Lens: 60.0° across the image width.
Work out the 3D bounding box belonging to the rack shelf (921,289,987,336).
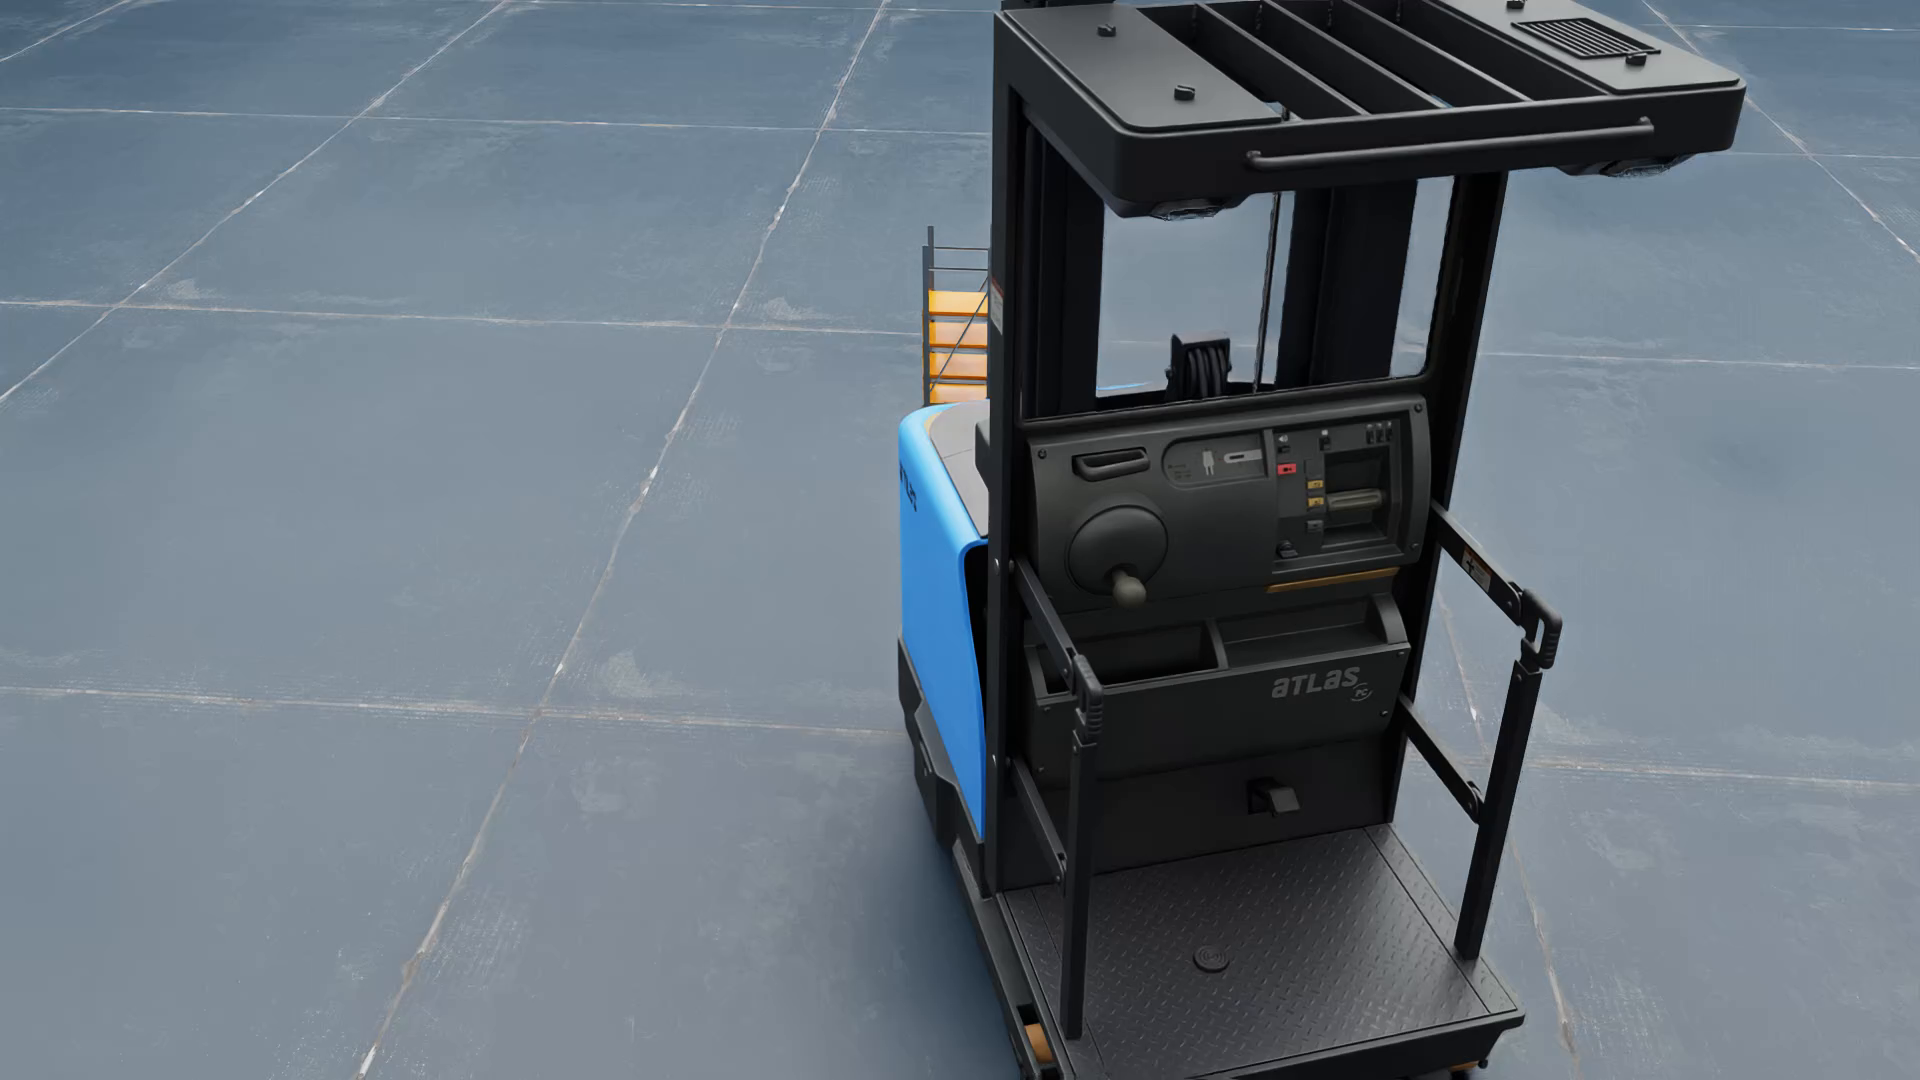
[{"bbox_3d":[0.001,-0.787,5.782,0.258,0.103,0.180,2,32,4],"label":"rack shelf"}]

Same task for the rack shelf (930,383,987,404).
[{"bbox_3d":[0.001,-0.481,5.971,0.258,0.103,0.180,2,32,4],"label":"rack shelf"}]

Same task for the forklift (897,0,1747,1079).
[{"bbox_3d":[0.662,-0.030,3.505,1.130,2.935,3.031,-8,32,-12],"label":"forklift"}]

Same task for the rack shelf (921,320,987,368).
[{"bbox_3d":[0.001,-0.685,5.845,0.258,0.103,0.180,2,32,4],"label":"rack shelf"}]

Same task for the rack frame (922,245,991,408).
[{"bbox_3d":[-0.006,-0.471,5.870,0.240,1.200,0.006,2,32,4],"label":"rack frame"}]

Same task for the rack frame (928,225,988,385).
[{"bbox_3d":[0.009,-0.566,6.025,0.240,1.200,0.006,2,32,4],"label":"rack frame"}]

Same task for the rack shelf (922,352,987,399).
[{"bbox_3d":[0.001,-0.583,5.908,0.258,0.103,0.180,2,32,4],"label":"rack shelf"}]

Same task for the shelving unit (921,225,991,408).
[{"bbox_3d":[0.001,-0.518,5.947,0.258,1.200,0.189,2,32,4],"label":"shelving unit"}]
